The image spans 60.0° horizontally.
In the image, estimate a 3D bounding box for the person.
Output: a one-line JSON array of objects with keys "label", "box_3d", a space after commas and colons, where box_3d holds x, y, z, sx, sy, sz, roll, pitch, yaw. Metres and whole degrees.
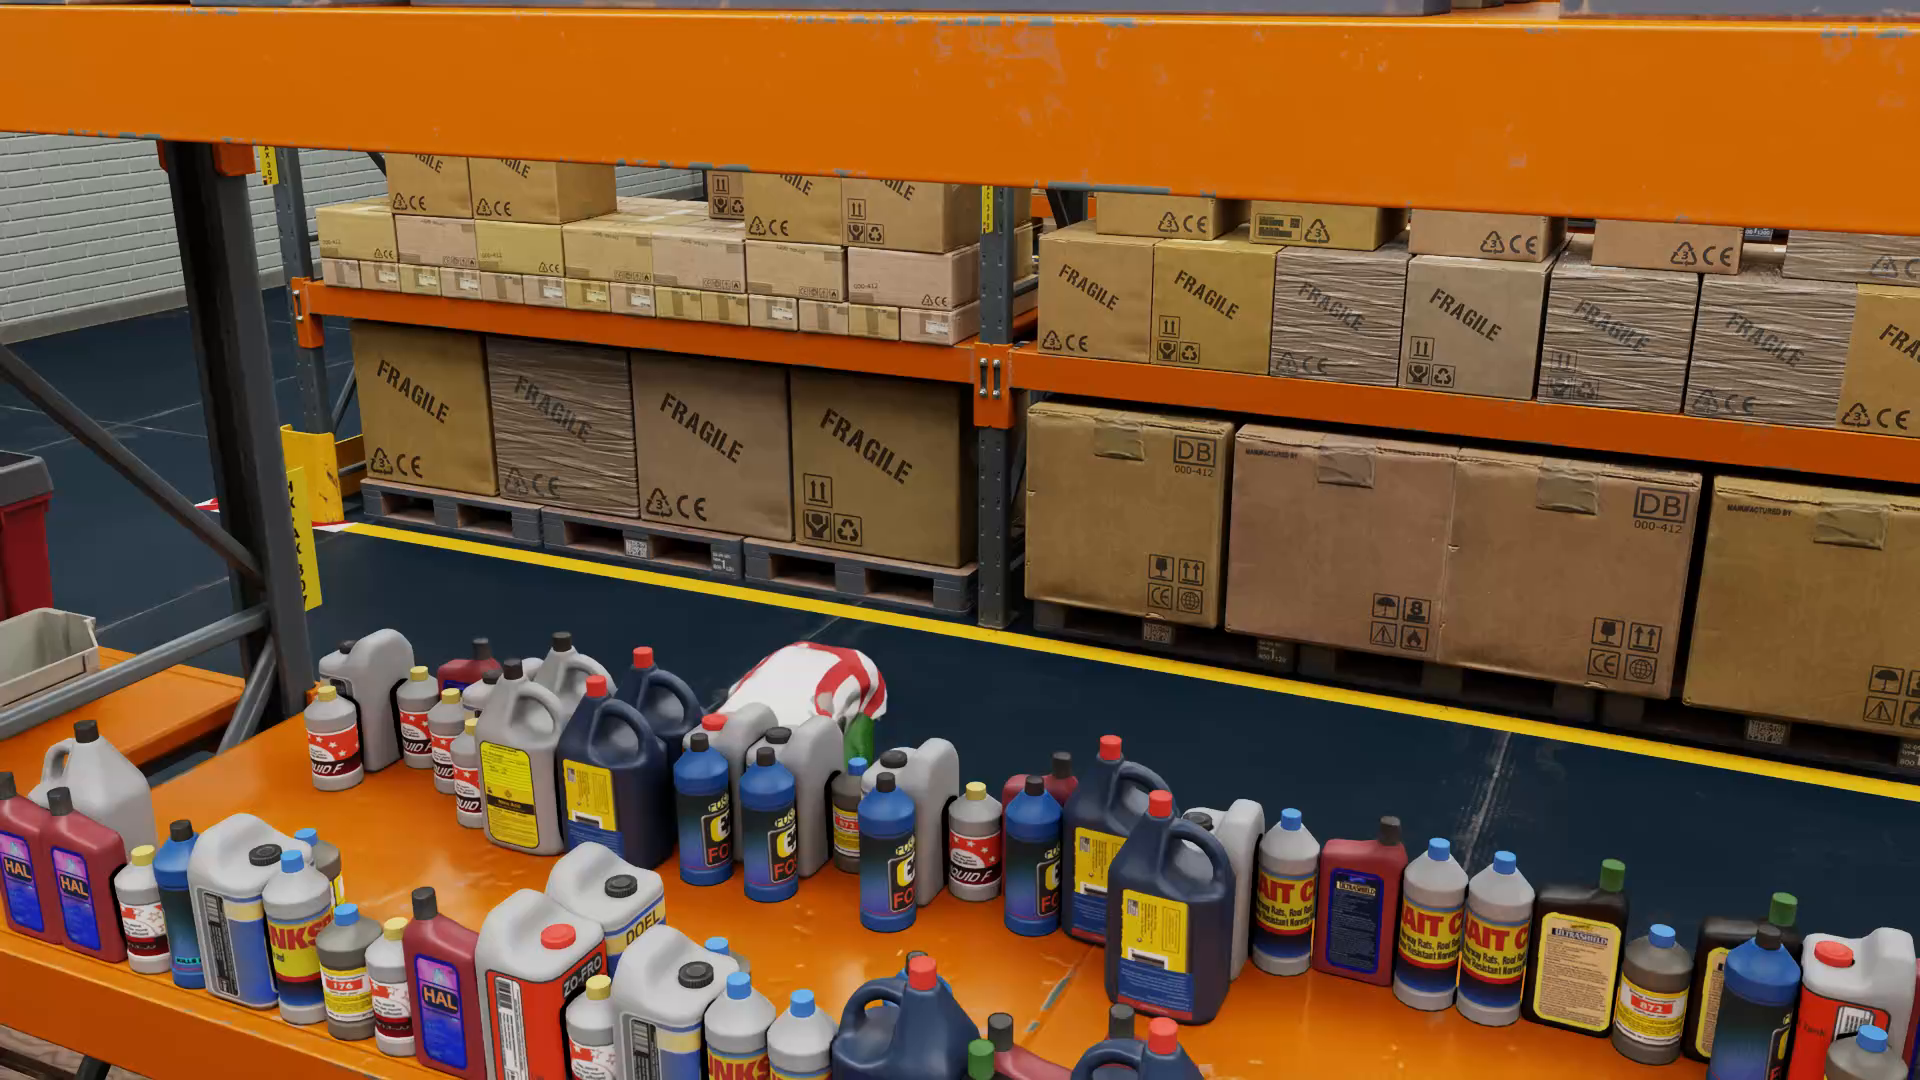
[{"label": "person", "box_3d": [-0.553, 0.806, 5.227, 0.527, 0.831, 0.966, 8, 20, 21]}]
